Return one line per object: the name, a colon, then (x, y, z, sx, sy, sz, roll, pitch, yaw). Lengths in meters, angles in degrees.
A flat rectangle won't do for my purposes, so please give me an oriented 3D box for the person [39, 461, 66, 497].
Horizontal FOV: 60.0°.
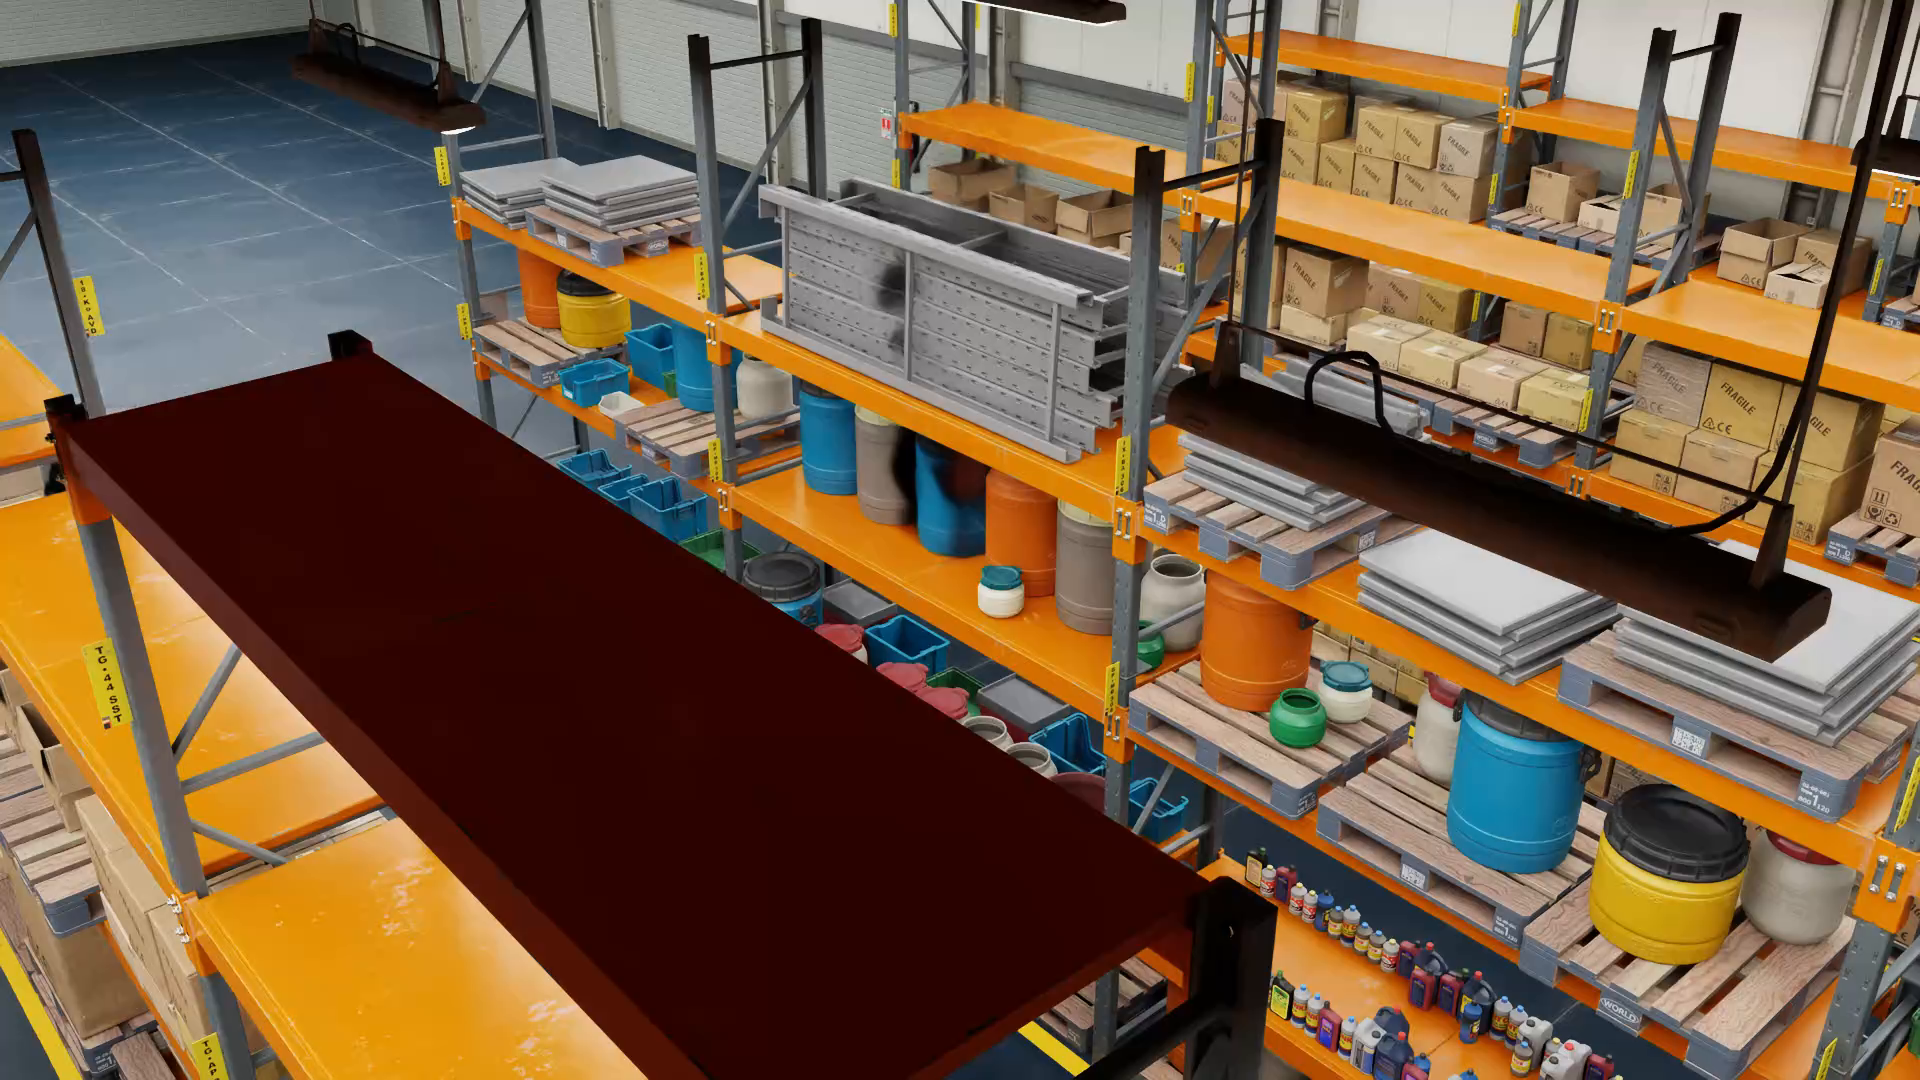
person: (-8.931, -0.395, 16.494, 0.730, 1.759, 0.628, -4, 27, -7)
